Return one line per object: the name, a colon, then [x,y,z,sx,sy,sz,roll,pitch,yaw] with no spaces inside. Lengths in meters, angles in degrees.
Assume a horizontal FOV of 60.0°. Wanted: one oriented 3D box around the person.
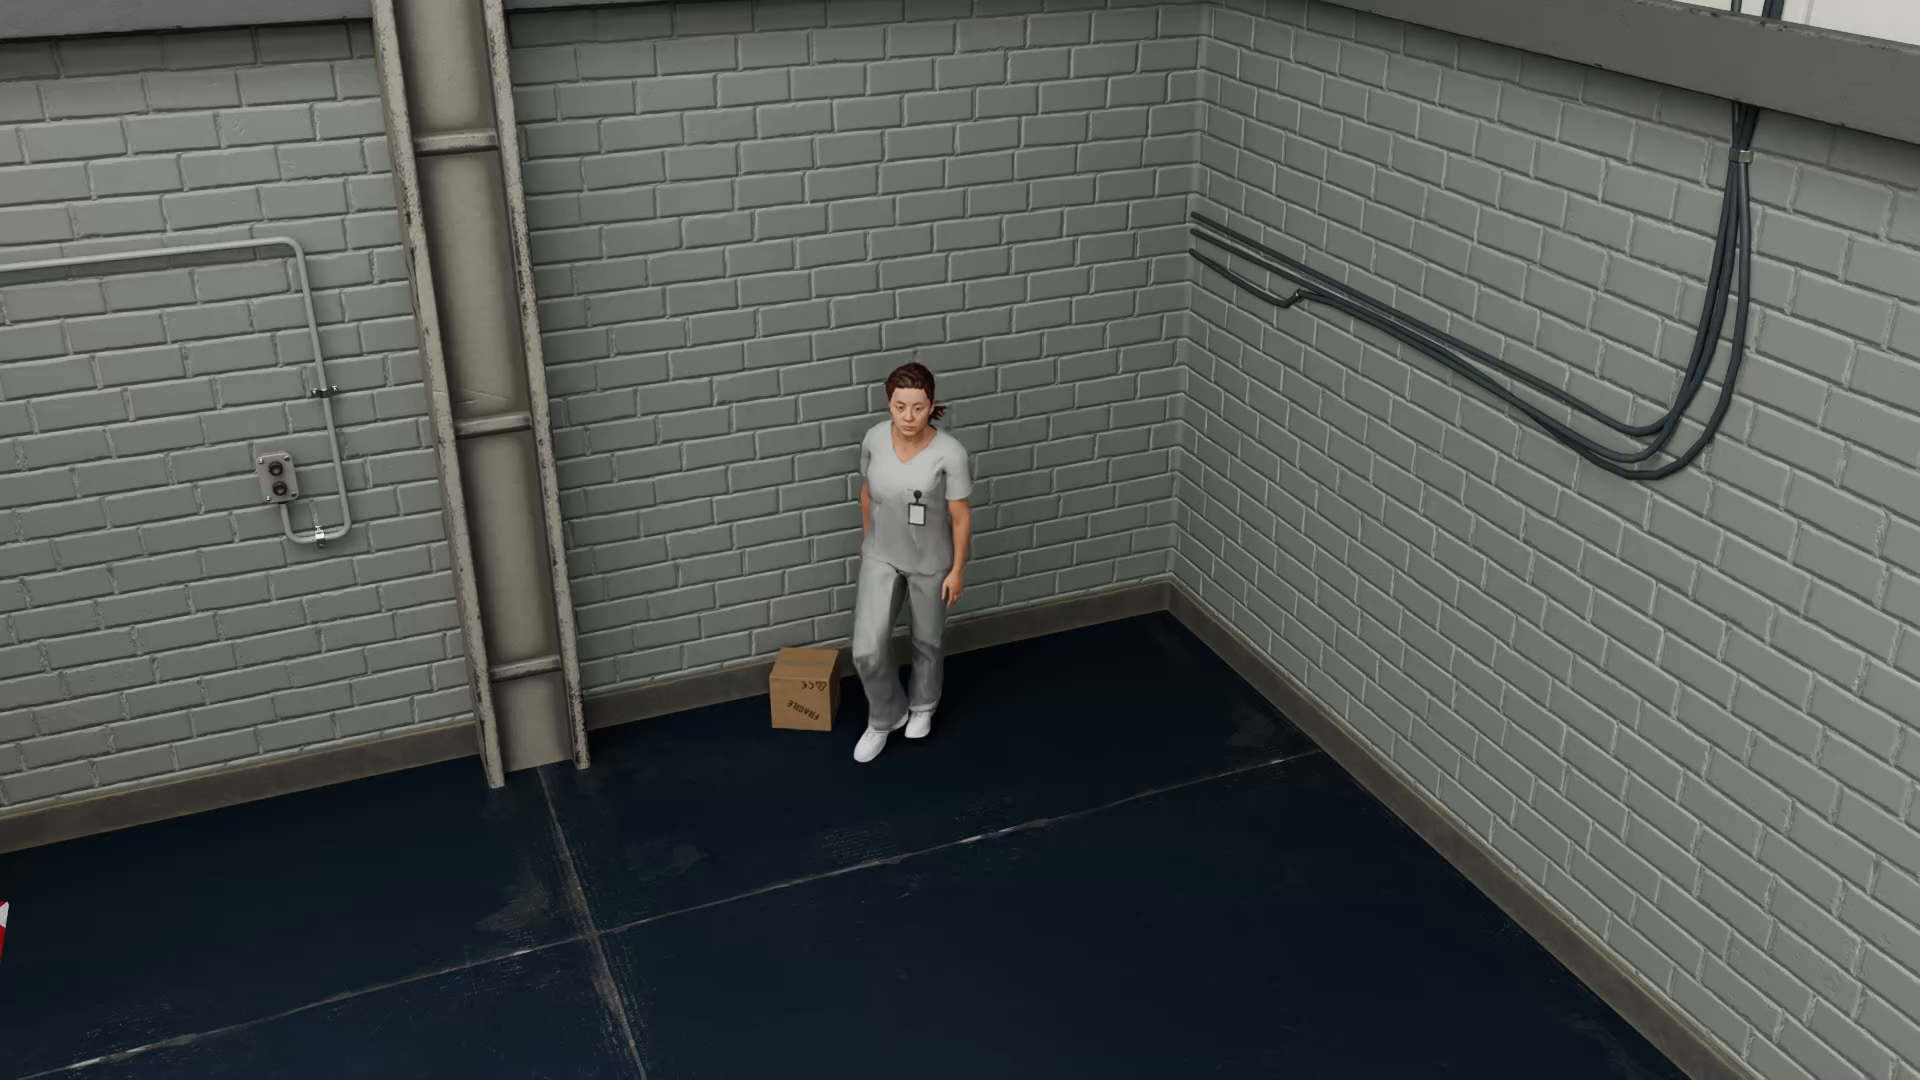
person: [-0.173,0.081,6.437,0.472,1.669,0.532,5,27,11]
